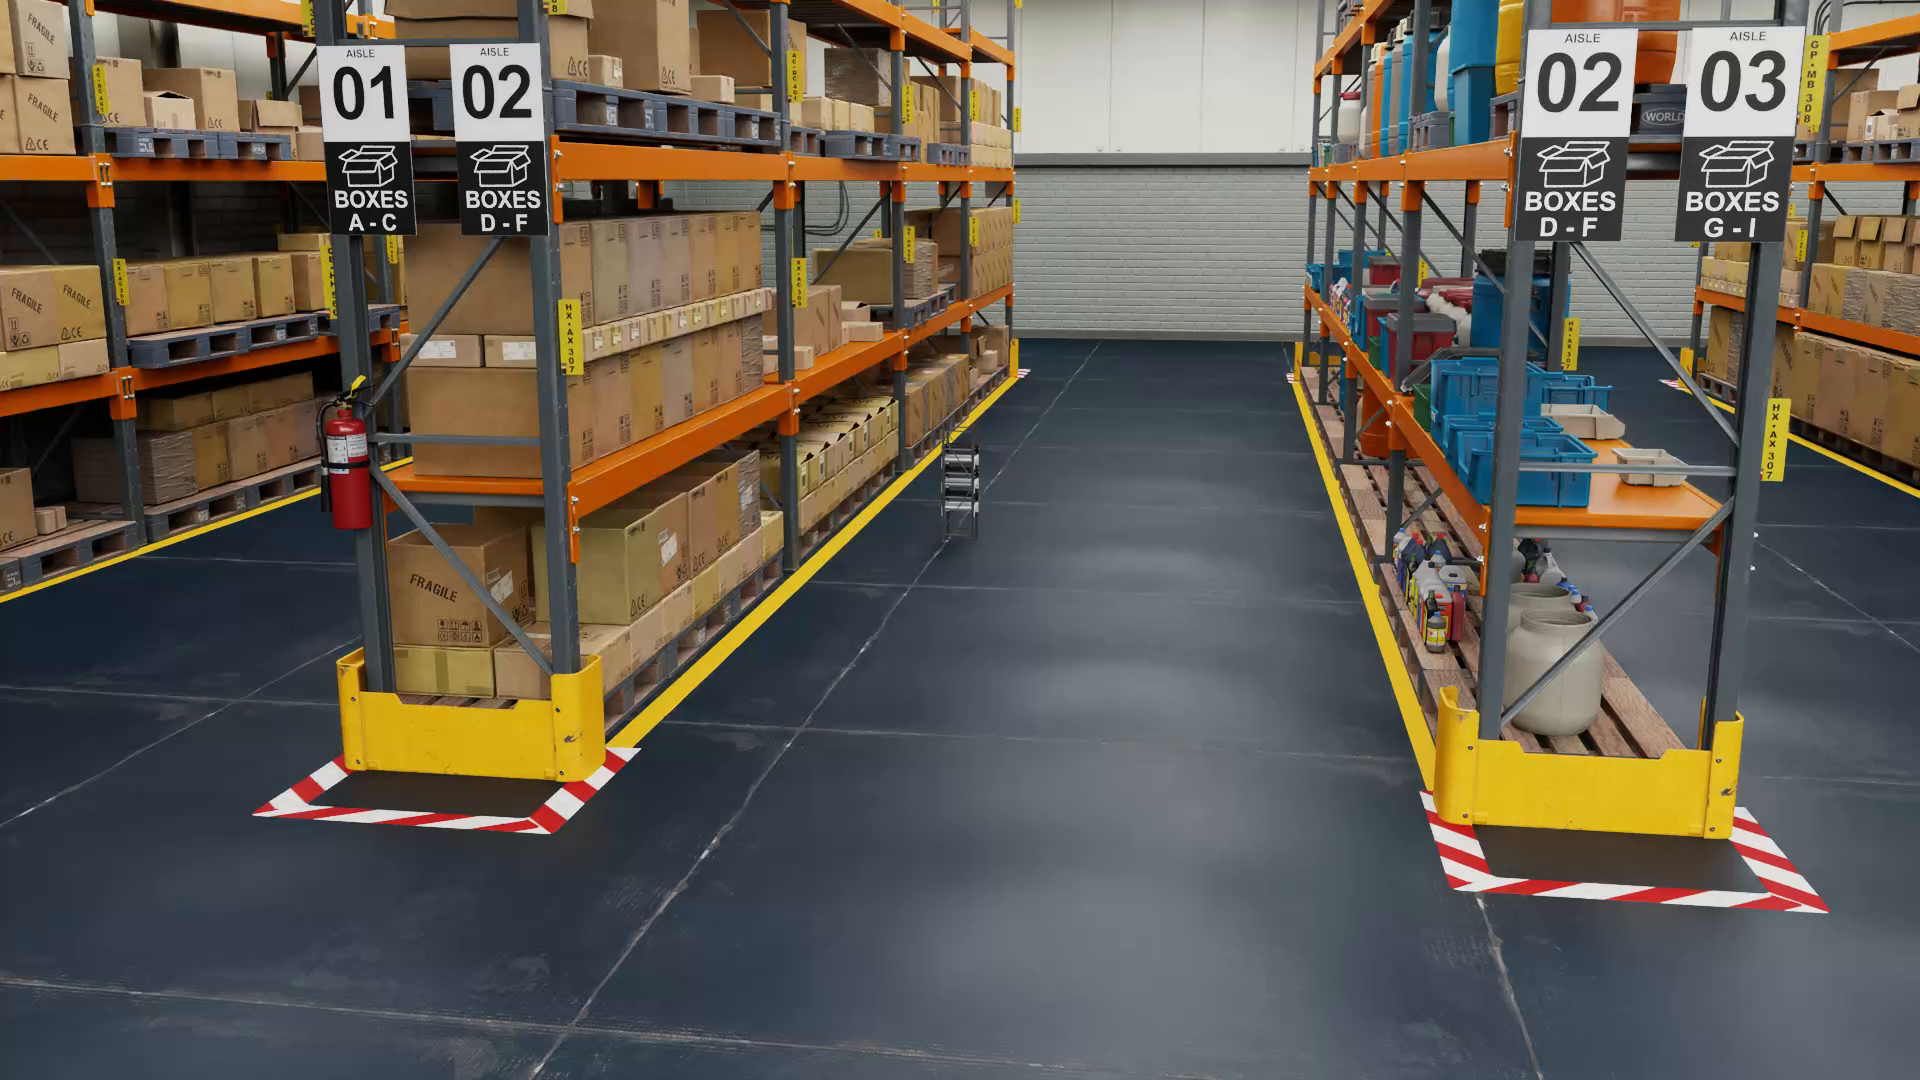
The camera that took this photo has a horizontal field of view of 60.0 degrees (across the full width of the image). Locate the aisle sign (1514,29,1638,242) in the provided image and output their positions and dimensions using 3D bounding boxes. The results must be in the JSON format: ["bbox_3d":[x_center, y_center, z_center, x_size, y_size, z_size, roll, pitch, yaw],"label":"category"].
[{"bbox_3d":[2.353,-1.542,6.360,0.394,0.787,0.004,2,12,9],"label":"aisle sign"}]

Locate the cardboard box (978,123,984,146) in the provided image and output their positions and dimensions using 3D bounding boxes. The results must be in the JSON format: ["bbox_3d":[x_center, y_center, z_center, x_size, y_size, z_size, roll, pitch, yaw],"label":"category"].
[{"bbox_3d":[0.004,-4.771,19.561,0.500,0.250,0.500,2,12,9],"label":"cardboard box"}]

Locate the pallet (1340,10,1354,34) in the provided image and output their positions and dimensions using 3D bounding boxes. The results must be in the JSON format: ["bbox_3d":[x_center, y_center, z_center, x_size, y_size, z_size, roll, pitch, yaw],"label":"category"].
[{"bbox_3d":[4.406,-5.247,16.876,1.003,0.211,1.213,2,12,9],"label":"pallet"}]

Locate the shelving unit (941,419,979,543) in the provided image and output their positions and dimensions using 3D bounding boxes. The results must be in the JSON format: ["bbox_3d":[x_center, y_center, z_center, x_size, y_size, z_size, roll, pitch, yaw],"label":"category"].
[{"bbox_3d":[0.001,-0.442,12.406,0.258,0.900,0.210,2,12,9],"label":"shelving unit"}]

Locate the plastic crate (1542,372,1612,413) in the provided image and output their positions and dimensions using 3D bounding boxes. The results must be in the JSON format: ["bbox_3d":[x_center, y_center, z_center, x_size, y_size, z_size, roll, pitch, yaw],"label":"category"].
[{"bbox_3d":[3.370,-0.798,9.428,0.499,0.251,0.616,2,12,9],"label":"plastic crate"}]

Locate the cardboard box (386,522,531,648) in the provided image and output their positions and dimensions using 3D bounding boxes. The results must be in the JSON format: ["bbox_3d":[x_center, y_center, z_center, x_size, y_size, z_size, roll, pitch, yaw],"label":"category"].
[{"bbox_3d":[-2.448,0.213,8.136,0.500,0.500,0.500,2,12,9],"label":"cardboard box"}]

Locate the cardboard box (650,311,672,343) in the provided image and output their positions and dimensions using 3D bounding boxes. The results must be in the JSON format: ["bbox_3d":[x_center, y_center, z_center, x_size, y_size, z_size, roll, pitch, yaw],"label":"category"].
[{"bbox_3d":[-1.767,-1.147,8.919,0.380,0.149,0.250,2,12,8],"label":"cardboard box"}]

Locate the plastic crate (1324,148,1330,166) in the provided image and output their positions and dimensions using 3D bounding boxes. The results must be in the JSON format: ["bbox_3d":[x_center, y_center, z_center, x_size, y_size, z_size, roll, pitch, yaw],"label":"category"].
[{"bbox_3d":[4.269,-4.236,18.411,0.450,0.188,0.662,2,12,9],"label":"plastic crate"}]

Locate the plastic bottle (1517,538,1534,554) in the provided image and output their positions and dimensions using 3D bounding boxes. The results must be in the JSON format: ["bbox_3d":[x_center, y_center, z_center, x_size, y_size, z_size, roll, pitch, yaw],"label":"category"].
[{"bbox_3d":[3.458,0.114,10.090,0.144,0.351,0.185,2,12,7],"label":"plastic bottle"}]

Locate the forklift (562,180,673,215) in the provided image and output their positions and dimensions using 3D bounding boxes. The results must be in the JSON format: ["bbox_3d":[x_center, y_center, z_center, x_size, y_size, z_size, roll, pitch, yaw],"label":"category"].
[{"bbox_3d":[-2.999,-1.782,13.807,1.130,2.935,3.031,2,12,7],"label":"forklift"}]

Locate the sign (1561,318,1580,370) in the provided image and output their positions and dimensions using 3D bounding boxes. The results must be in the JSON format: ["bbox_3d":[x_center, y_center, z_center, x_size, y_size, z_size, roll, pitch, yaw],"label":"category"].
[{"bbox_3d":[3.814,-1.225,10.400,0.100,0.325,0.005,2,12,9],"label":"sign"}]

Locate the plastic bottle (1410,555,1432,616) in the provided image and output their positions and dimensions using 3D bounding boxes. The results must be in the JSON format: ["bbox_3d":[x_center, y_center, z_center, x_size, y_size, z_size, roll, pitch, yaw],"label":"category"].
[{"bbox_3d":[2.644,0.253,9.445,0.144,0.351,0.185,2,12,8],"label":"plastic bottle"}]

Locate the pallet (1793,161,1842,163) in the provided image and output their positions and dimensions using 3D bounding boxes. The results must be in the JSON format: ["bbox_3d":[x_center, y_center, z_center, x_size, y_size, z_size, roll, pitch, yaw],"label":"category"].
[{"bbox_3d":[9.723,-4.461,19.162,1.003,0.211,1.213,2,12,9],"label":"pallet"}]

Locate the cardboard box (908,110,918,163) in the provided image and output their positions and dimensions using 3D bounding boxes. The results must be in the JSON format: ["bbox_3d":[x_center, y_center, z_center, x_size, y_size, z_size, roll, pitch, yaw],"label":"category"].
[{"bbox_3d":[-0.894,-3.817,15.727,0.910,0.500,0.500,2,12,9],"label":"cardboard box"}]

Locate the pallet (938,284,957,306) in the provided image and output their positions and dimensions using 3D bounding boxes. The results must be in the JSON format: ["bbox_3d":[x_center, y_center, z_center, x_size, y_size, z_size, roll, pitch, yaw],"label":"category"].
[{"bbox_3d":[-0.622,-2.680,18.263,1.003,0.211,1.213,2,12,9],"label":"pallet"}]

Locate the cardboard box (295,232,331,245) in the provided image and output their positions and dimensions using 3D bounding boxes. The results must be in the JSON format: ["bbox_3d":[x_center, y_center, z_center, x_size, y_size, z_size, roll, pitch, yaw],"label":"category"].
[{"bbox_3d":[-5.925,-2.772,15.413,0.380,0.149,0.250,0,12,1],"label":"cardboard box"}]

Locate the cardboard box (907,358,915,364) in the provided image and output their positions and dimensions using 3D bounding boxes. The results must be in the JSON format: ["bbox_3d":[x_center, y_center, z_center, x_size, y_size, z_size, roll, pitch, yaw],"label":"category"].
[{"bbox_3d":[-0.777,-1.725,18.268,0.500,0.500,0.500,2,12,9],"label":"cardboard box"}]

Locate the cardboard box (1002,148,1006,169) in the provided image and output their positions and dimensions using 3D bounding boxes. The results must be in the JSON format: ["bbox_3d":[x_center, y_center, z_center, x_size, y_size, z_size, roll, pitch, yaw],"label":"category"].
[{"bbox_3d":[0.318,-4.943,21.545,0.500,0.250,0.500,2,12,9],"label":"cardboard box"}]

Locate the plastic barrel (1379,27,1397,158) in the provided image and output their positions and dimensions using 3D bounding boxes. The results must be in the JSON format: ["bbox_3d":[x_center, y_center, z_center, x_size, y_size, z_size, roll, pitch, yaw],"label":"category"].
[{"bbox_3d":[3.337,-3.206,11.941,0.600,0.901,0.708,2,12,9],"label":"plastic barrel"}]

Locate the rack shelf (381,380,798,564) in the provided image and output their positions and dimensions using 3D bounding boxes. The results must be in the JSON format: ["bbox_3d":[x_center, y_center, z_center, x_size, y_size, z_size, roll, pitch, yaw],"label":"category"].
[{"bbox_3d":[-1.929,-0.503,9.415,1.077,0.370,4.000,2,12,9],"label":"rack shelf"}]

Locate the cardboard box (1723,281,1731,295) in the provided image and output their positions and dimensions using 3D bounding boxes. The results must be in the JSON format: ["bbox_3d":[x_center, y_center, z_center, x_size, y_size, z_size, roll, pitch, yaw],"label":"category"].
[{"bbox_3d":[9.475,-3.047,20.109,0.380,0.149,0.250,2,12,8],"label":"cardboard box"}]

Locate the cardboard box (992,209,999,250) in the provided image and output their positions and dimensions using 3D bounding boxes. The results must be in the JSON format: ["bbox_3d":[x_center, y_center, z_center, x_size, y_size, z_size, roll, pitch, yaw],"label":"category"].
[{"bbox_3d":[0.196,-3.885,20.789,0.500,0.500,0.500,2,12,10],"label":"cardboard box"}]

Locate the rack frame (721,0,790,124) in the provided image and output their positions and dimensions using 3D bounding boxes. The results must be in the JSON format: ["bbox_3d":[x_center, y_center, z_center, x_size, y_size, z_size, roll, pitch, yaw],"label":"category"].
[{"bbox_3d":[-1.621,-4.204,10.639,1.000,3.000,0.127,2,12,9],"label":"rack frame"}]

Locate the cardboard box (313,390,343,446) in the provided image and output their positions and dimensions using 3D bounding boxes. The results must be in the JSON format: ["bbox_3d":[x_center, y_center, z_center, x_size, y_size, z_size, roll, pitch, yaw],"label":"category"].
[{"bbox_3d":[-5.961,-1.105,15.389,0.700,0.500,0.500,2,12,9],"label":"cardboard box"}]

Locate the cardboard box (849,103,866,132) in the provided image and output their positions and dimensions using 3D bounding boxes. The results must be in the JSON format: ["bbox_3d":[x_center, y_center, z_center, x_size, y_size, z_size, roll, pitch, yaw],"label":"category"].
[{"bbox_3d":[-1.083,-3.496,13.834,0.500,0.250,0.500,2,12,10],"label":"cardboard box"}]

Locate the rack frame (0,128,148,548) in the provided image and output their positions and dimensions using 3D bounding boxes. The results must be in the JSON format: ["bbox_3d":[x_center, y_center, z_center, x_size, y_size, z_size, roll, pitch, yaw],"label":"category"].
[{"bbox_3d":[-6.517,-1.431,12.012,1.000,3.000,0.127,2,12,9],"label":"rack frame"}]

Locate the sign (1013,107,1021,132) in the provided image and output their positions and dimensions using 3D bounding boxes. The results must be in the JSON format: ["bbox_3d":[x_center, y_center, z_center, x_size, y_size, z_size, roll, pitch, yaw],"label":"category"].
[{"bbox_3d":[0.769,-5.646,22.350,0.100,0.325,0.005,2,12,9],"label":"sign"}]

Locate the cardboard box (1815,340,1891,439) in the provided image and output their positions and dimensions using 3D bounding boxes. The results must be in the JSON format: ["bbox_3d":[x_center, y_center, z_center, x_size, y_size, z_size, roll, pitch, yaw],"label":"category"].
[{"bbox_3d":[9.182,-1.461,16.200,1.225,0.875,0.875,1,12,7],"label":"cardboard box"}]

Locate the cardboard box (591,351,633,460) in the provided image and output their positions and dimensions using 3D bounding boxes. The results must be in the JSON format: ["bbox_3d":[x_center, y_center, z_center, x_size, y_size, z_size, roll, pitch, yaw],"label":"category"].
[{"bbox_3d":[-2.076,-0.693,8.354,0.700,0.500,0.500,2,12,10],"label":"cardboard box"}]

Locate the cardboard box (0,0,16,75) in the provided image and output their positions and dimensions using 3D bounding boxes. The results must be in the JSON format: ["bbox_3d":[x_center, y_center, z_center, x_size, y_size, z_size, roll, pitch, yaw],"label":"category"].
[{"bbox_3d":[-6.400,-3.216,10.519,0.500,0.500,0.500,3,12,12],"label":"cardboard box"}]

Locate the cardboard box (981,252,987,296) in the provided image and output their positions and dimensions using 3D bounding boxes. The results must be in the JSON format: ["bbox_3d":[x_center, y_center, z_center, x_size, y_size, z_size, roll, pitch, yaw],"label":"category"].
[{"bbox_3d":[0.032,-3.189,19.934,0.500,0.500,0.500,2,12,10],"label":"cardboard box"}]

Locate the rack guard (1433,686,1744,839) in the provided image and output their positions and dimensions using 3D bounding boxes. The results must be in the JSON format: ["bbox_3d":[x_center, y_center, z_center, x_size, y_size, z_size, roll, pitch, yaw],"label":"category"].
[{"bbox_3d":[2.622,0.928,7.003,1.175,0.500,0.348,2,12,9],"label":"rack guard"}]

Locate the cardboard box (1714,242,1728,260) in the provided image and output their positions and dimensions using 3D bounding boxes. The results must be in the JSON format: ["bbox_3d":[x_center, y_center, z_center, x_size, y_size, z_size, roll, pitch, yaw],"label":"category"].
[{"bbox_3d":[9.594,-3.691,20.368,0.500,0.500,0.500,2,12,7],"label":"cardboard box"}]

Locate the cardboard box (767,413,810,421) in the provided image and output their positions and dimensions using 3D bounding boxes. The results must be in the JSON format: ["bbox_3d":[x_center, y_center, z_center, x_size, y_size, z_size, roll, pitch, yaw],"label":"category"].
[{"bbox_3d":[-1.530,-0.924,13.858,0.500,0.311,0.500,2,12,7],"label":"cardboard box"}]

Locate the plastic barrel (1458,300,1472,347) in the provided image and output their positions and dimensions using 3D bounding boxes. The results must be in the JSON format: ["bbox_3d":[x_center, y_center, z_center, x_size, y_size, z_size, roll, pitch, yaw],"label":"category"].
[{"bbox_3d":[3.636,-1.368,11.399,0.433,0.535,0.433,0,12,0],"label":"plastic barrel"}]

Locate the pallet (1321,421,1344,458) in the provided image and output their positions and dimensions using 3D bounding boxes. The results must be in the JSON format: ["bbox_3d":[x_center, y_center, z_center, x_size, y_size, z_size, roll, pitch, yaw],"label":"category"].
[{"bbox_3d":[4.158,-0.998,16.623,1.003,0.211,1.213,2,12,9],"label":"pallet"}]

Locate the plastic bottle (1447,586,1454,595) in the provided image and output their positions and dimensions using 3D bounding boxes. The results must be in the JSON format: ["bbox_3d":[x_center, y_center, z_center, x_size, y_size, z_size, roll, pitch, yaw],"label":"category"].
[{"bbox_3d":[2.741,0.359,9.305,0.097,0.201,0.097,0,12,0],"label":"plastic bottle"}]

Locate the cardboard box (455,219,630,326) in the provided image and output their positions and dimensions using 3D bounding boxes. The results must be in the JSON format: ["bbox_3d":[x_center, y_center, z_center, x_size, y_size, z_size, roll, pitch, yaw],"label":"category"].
[{"bbox_3d":[-2.069,-1.339,8.269,0.700,0.500,0.500,2,12,7],"label":"cardboard box"}]

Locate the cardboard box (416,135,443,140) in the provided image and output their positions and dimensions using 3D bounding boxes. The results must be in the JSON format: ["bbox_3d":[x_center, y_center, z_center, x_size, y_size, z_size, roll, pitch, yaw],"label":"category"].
[{"bbox_3d":[-5.756,-4.323,17.032,0.700,0.500,0.500,3,12,12],"label":"cardboard box"}]

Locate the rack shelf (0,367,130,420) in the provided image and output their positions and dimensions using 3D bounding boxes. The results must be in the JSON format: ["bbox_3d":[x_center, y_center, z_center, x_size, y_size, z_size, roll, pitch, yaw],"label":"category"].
[{"bbox_3d":[-6.824,-0.663,10.156,1.077,0.370,4.000,2,12,9],"label":"rack shelf"}]

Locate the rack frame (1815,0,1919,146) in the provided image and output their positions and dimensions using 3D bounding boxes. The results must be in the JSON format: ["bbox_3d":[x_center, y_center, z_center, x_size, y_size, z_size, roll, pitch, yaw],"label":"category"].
[{"bbox_3d":[9.397,-5.547,16.873,1.000,3.000,0.127,2,12,9],"label":"rack frame"}]

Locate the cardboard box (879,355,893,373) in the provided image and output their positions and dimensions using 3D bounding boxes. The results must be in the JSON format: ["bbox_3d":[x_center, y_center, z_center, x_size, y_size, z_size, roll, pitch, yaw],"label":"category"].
[{"bbox_3d":[-0.937,-1.891,17.255,0.500,0.250,0.500,2,12,8],"label":"cardboard box"}]

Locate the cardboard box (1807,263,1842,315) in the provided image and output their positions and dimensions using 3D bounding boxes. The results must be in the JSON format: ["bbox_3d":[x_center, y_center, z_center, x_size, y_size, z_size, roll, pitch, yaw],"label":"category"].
[{"bbox_3d":[9.079,-2.576,17.088,0.500,0.500,0.500,2,12,9],"label":"cardboard box"}]

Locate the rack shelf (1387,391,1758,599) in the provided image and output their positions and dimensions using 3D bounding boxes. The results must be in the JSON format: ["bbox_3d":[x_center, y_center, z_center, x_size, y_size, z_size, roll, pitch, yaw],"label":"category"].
[{"bbox_3d":[2.965,-0.342,8.666,1.077,0.370,4.000,2,12,9],"label":"rack shelf"}]

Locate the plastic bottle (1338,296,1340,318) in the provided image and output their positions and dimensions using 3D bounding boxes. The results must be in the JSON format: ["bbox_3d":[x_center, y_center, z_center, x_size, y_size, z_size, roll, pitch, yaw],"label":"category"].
[{"bbox_3d":[3.817,-2.344,16.553,0.097,0.271,0.097,0,12,0],"label":"plastic bottle"}]

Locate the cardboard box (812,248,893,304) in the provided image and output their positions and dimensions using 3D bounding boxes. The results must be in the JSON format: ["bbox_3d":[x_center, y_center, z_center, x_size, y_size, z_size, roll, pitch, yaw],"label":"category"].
[{"bbox_3d":[-1.021,-2.493,15.705,0.700,0.500,0.500,-2,12,-10],"label":"cardboard box"}]

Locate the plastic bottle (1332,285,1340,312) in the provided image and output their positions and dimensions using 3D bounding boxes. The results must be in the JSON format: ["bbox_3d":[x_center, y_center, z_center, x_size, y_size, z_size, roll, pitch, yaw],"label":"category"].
[{"bbox_3d":[3.954,-2.529,17.412,0.097,0.271,0.097,0,12,0],"label":"plastic bottle"}]

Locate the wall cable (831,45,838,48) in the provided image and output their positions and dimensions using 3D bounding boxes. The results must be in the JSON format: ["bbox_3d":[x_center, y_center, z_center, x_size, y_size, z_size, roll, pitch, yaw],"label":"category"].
[{"bbox_3d":[-0.775,-8.890,27.769,3.097,2.526,0.112,2,12,9],"label":"wall cable"}]

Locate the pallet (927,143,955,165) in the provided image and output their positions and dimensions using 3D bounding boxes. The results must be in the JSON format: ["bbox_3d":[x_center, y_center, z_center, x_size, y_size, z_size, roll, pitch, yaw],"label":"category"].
[{"bbox_3d":[-0.717,-3.961,17.080,1.213,0.211,1.003,2,12,9],"label":"pallet"}]

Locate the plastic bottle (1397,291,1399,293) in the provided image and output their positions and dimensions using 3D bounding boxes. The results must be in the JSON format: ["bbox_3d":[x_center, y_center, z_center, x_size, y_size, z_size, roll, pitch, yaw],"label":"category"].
[{"bbox_3d":[4.502,-2.439,16.995,0.097,0.271,0.097,0,12,0],"label":"plastic bottle"}]

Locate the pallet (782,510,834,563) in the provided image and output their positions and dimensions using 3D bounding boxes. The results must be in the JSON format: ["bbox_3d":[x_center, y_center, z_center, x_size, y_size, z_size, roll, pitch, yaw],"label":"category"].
[{"bbox_3d":[-1.547,-0.062,12.282,1.003,0.211,1.213,2,12,9],"label":"pallet"}]

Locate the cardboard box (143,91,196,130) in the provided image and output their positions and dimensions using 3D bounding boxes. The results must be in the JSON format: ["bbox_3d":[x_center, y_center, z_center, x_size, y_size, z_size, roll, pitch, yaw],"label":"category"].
[{"bbox_3d":[-6.259,-3.298,12.772,0.500,0.311,0.500,2,12,10],"label":"cardboard box"}]

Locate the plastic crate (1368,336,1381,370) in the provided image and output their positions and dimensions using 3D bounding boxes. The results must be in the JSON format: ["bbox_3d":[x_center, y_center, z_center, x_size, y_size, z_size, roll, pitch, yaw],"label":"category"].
[{"bbox_3d":[3.261,-1.378,12.269,0.450,0.188,0.662,2,12,9],"label":"plastic crate"}]
